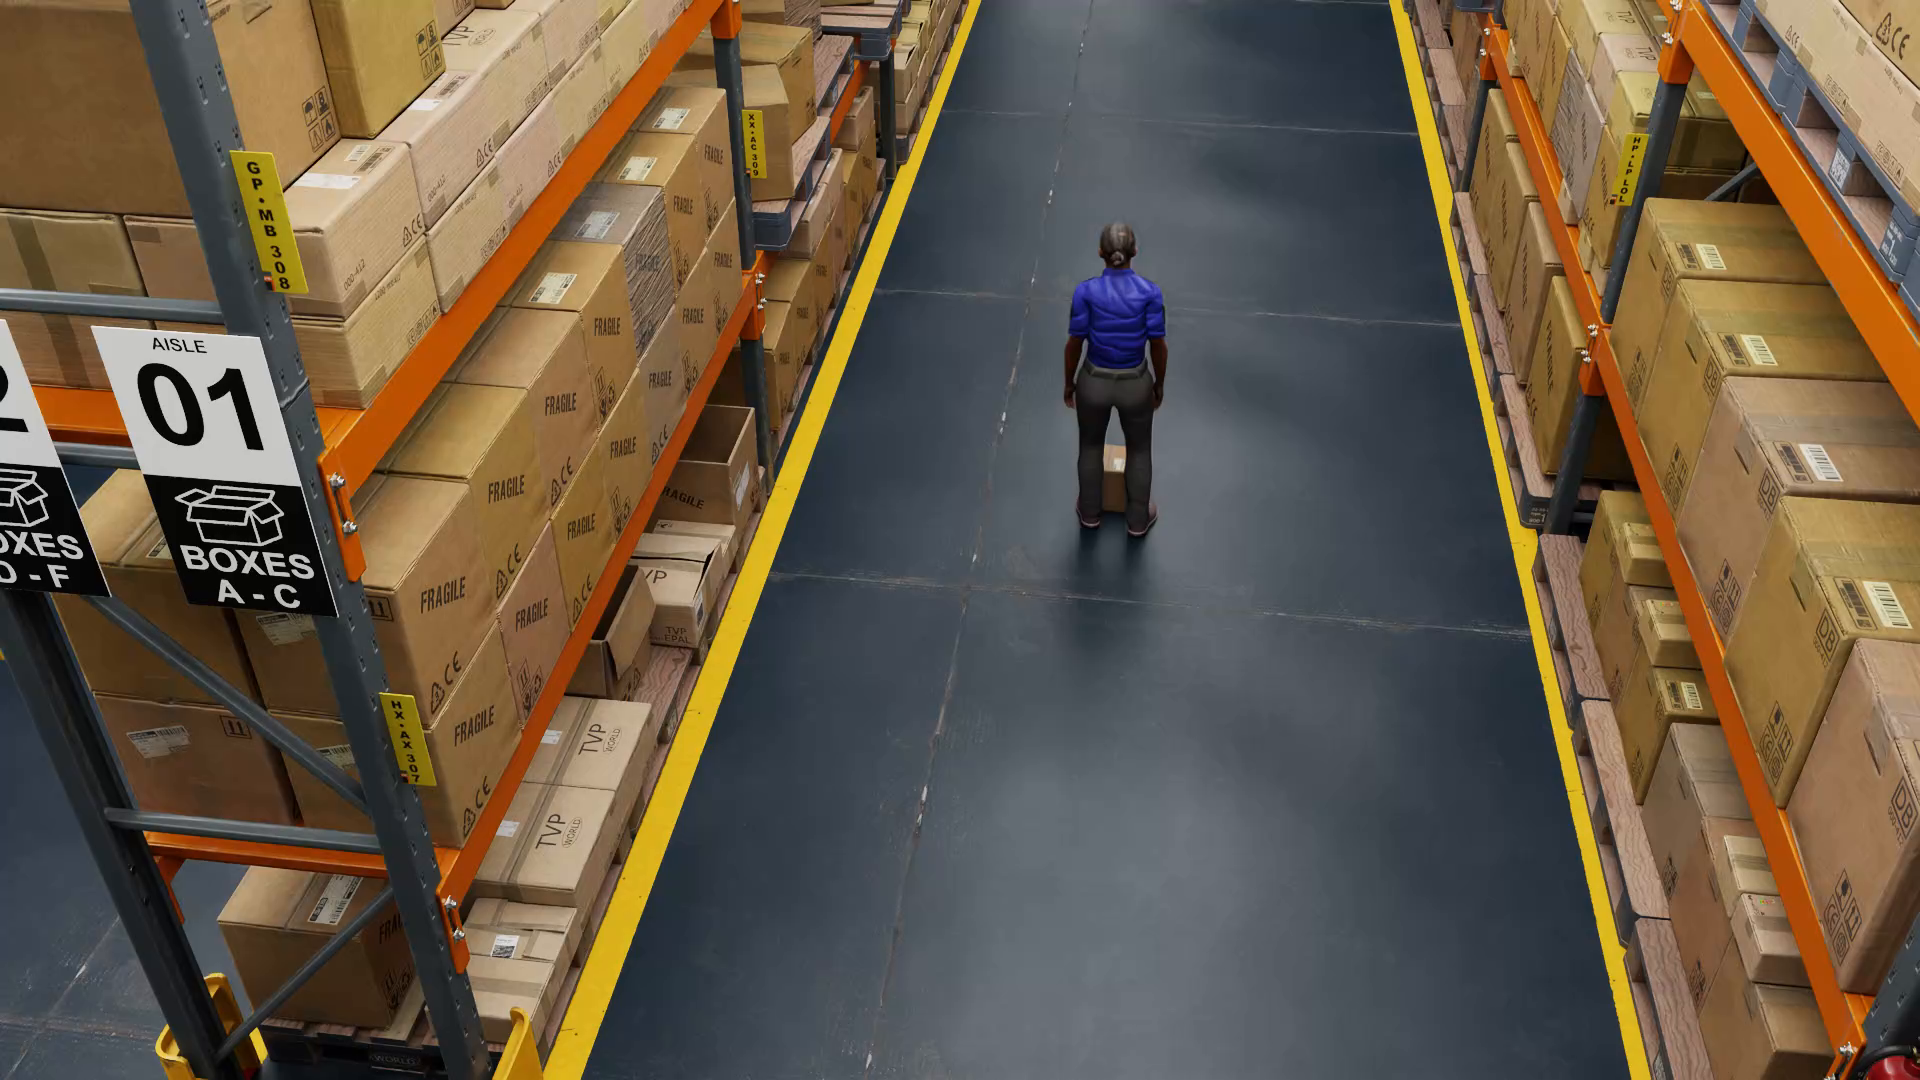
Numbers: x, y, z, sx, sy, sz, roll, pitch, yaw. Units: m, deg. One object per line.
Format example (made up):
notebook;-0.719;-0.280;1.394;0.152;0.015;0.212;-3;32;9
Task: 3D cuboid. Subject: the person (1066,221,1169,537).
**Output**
person;0.764;-0.764;8.081;0.503;1.654;0.396;4;37;6
